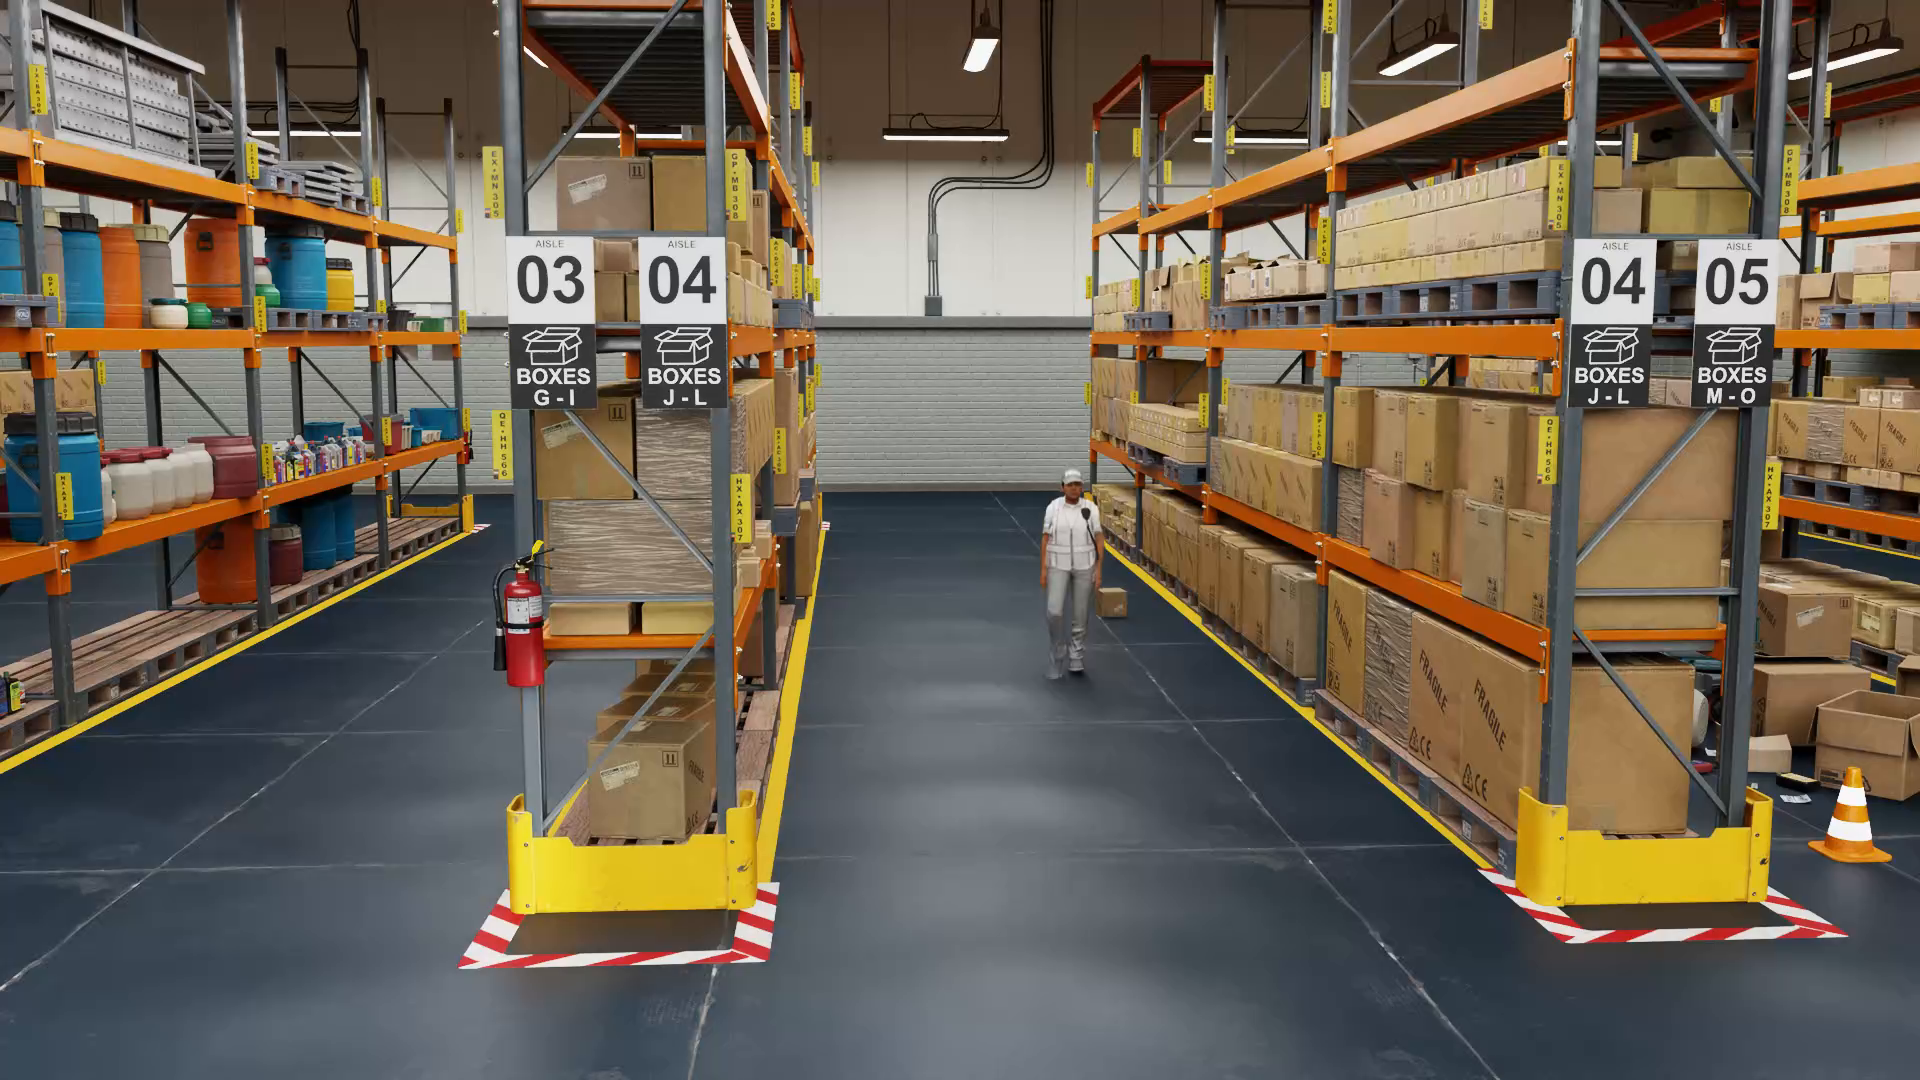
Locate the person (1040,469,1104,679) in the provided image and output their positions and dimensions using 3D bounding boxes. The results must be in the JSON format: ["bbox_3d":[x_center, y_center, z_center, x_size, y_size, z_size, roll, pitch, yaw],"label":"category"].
[{"bbox_3d":[0.910,0.288,13.479,0.512,1.730,0.496,0,7,1],"label":"person"}]
